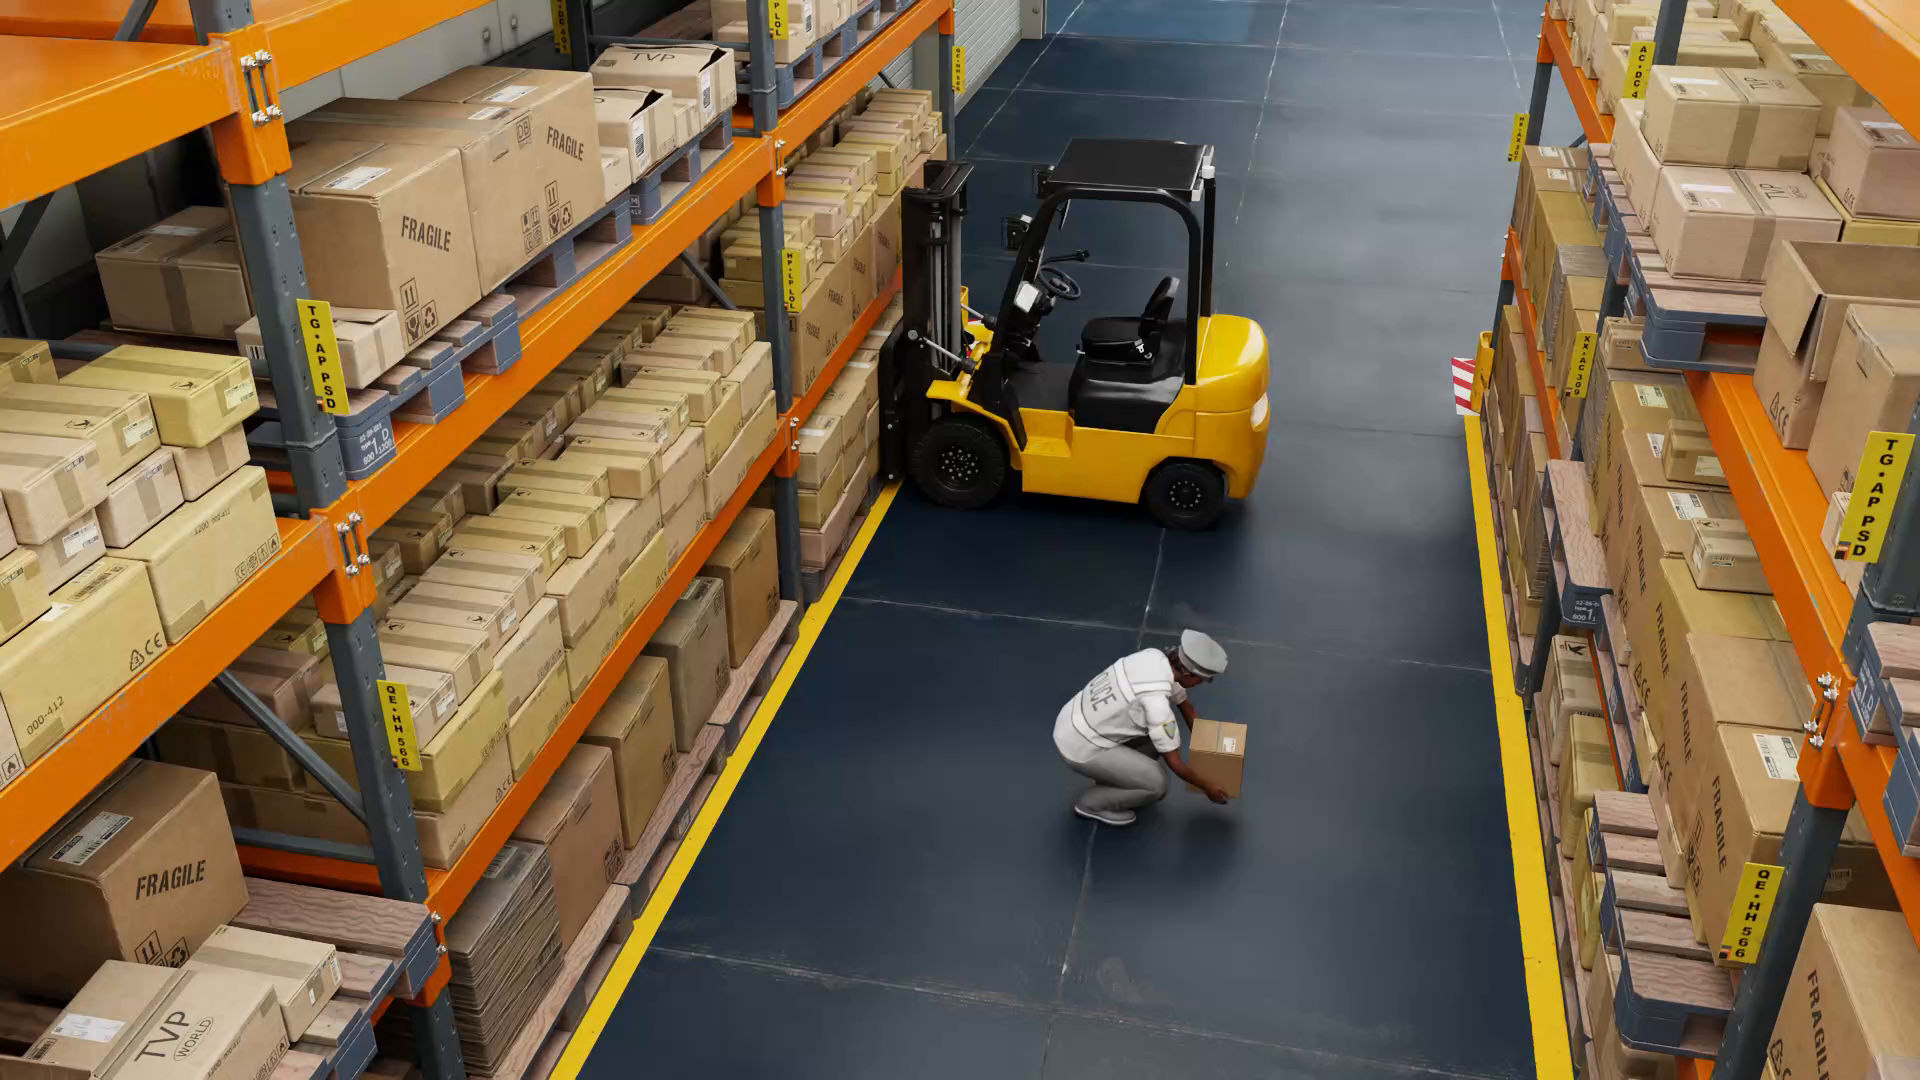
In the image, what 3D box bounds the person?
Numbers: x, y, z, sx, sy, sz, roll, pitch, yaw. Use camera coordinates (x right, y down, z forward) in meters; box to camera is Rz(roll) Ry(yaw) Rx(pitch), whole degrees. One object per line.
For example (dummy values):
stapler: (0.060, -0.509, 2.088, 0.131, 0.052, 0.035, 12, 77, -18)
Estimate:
person: (0.866, 0.869, 7.791, 0.843, 0.954, 0.493, 6, 30, 10)
